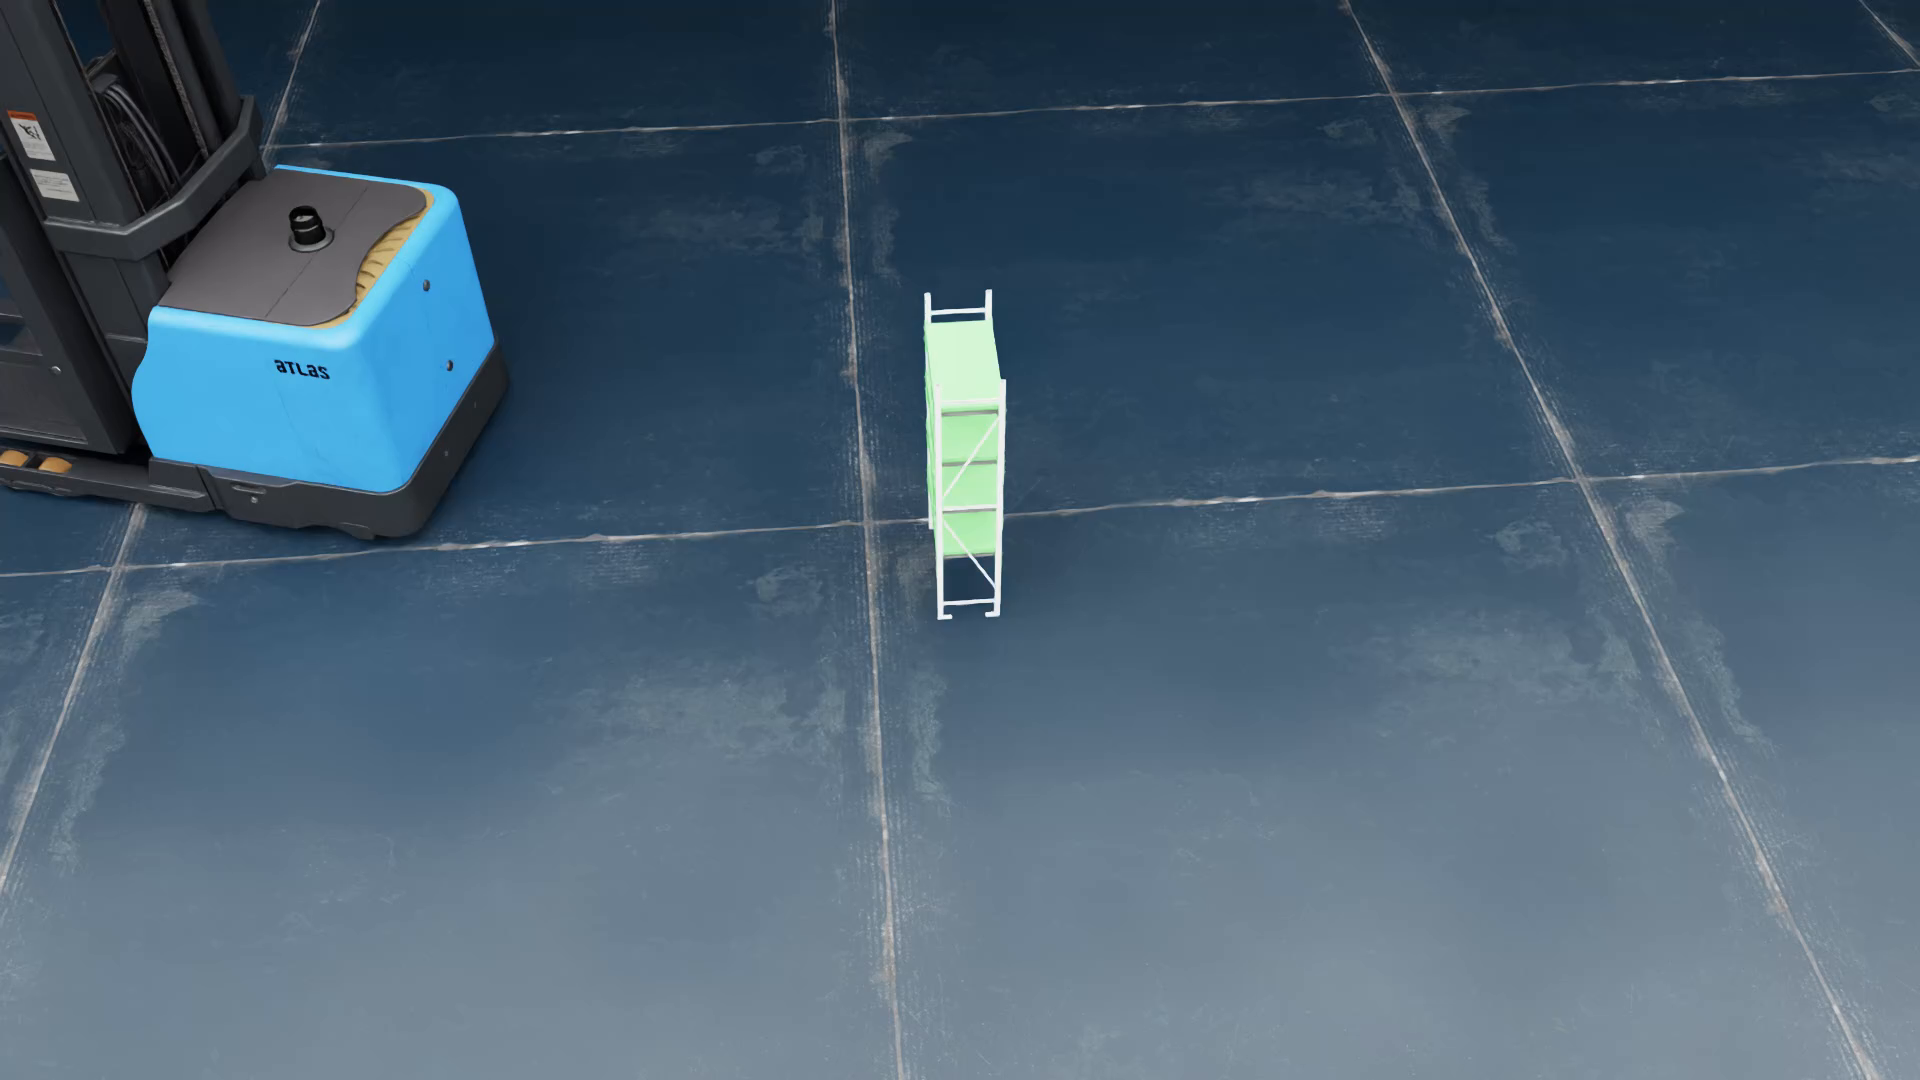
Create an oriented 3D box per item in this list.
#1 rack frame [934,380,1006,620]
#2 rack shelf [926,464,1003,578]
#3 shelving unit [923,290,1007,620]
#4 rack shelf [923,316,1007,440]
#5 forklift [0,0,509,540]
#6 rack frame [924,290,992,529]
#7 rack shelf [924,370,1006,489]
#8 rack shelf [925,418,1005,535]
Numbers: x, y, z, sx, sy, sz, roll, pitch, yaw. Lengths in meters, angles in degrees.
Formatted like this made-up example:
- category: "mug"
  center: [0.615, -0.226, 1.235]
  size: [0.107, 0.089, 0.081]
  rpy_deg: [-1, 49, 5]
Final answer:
- category: "rack frame"
  center: [0.034, -0.116, 6.034]
  size: [0.240, 1.200, 0.015]
  rpy_deg: [-3, 47, -3]
- category: "rack shelf"
  center: [0.014, -0.084, 6.422]
  size: [0.258, 0.148, 0.480]
  rpy_deg: [-3, 47, -3]
- category: "shelving unit"
  center: [0.014, -0.293, 6.201]
  size: [0.258, 1.200, 0.503]
  rpy_deg: [-3, 47, -3]
- category: "rack shelf"
  center: [0.014, -0.579, 5.899]
  size: [0.258, 0.148, 0.480]
  rpy_deg: [-3, 47, -3]
- category: "forklift"
  center: [-3.551, -1.556, 6.205]
  size: [3.031, 2.935, 1.130]
  rpy_deg: [9, 47, 8]
- category: "rack frame"
  center: [-0.007, -0.469, 6.368]
  size: [0.240, 1.200, 0.015]
  rpy_deg: [-3, 47, -3]
- category: "rack shelf"
  center: [0.014, -0.414, 6.073]
  size: [0.258, 0.148, 0.480]
  rpy_deg: [-3, 47, -3]
- category: "rack shelf"
  center: [0.014, -0.249, 6.247]
  size: [0.258, 0.148, 0.480]
  rpy_deg: [-3, 47, -3]
